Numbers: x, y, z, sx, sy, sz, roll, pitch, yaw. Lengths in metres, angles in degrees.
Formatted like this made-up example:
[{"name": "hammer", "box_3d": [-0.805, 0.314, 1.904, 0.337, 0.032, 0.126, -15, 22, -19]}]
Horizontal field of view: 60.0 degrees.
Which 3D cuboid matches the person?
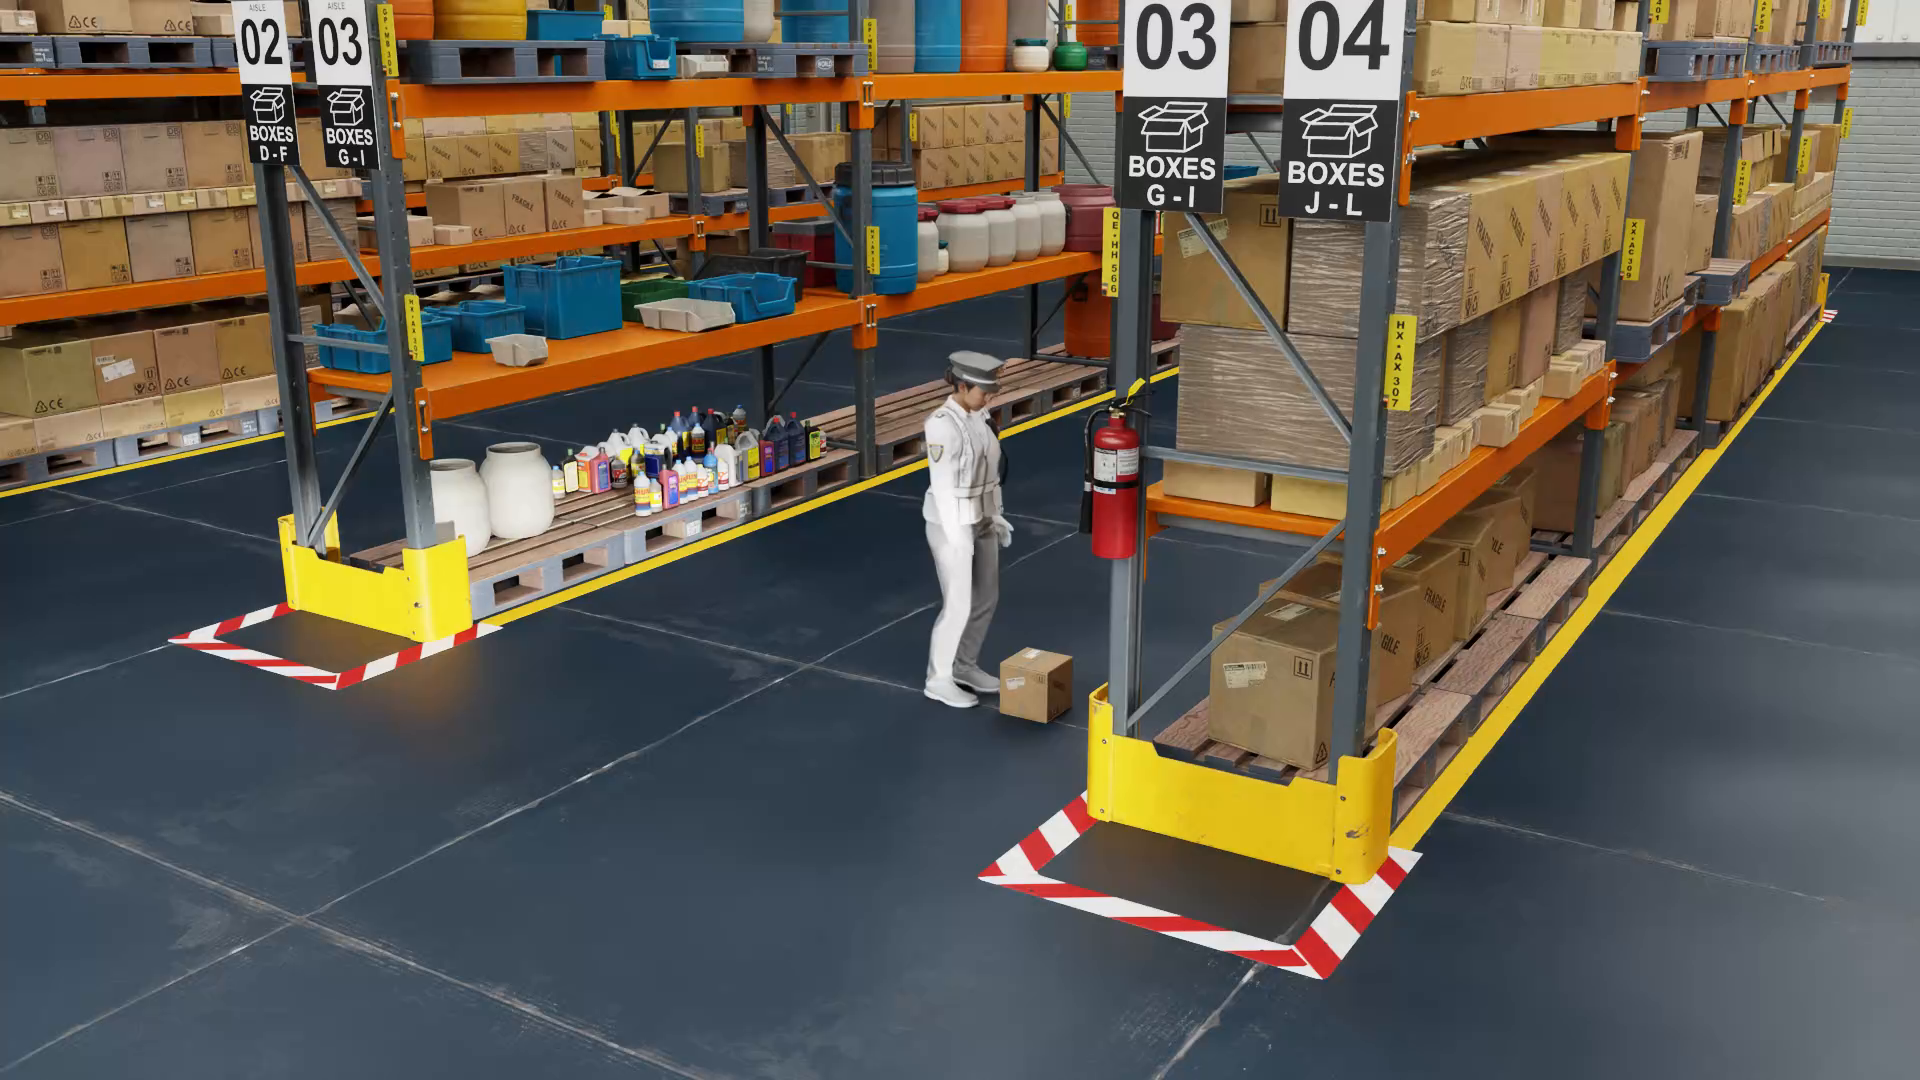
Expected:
[{"name": "person", "box_3d": [0.033, -0.060, 7.769, 0.352, 1.656, 0.479, 10, 19, 31]}]
